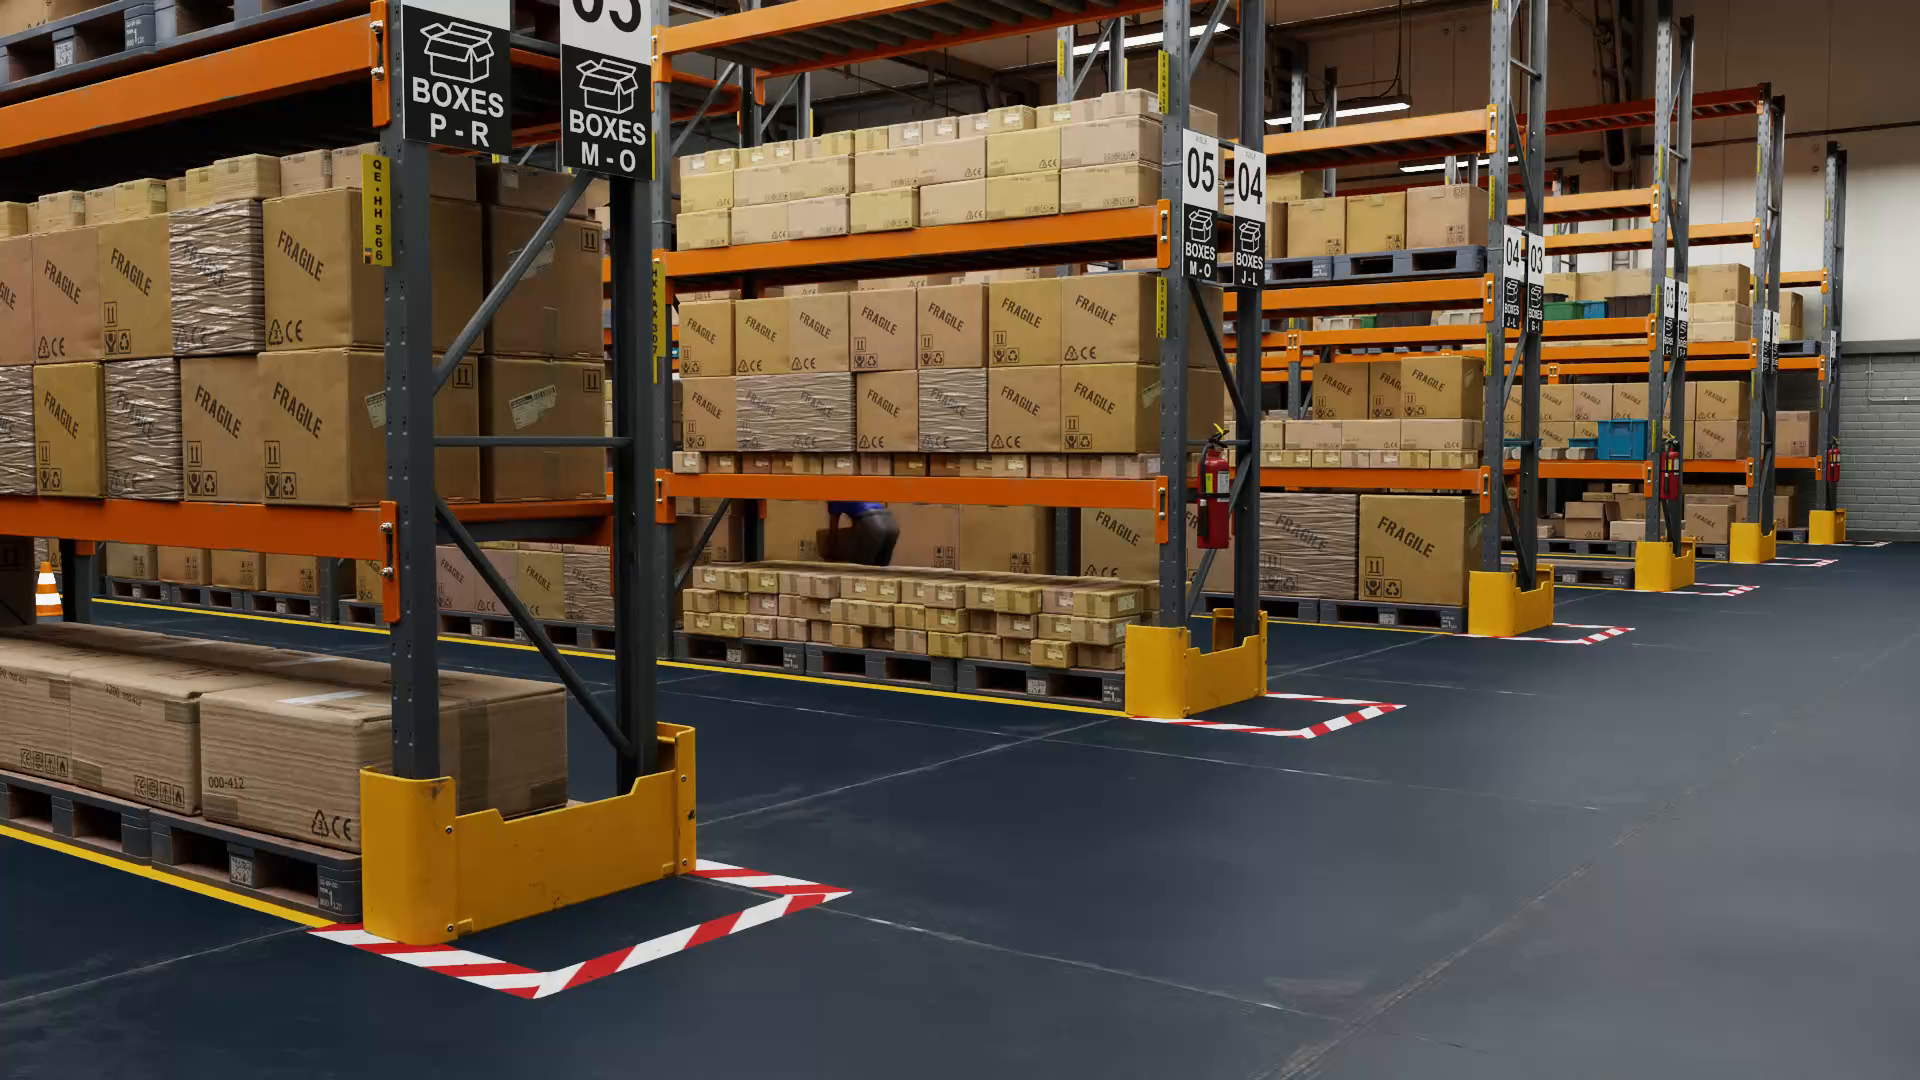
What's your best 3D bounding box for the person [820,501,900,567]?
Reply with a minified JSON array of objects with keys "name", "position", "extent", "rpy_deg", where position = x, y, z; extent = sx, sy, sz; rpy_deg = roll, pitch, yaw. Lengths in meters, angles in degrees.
[{"name":"person","position":[-0.829,0.033,13.059],"extent":[0.709,1.445,0.411],"rpy_deg":[2,4,33]}]
